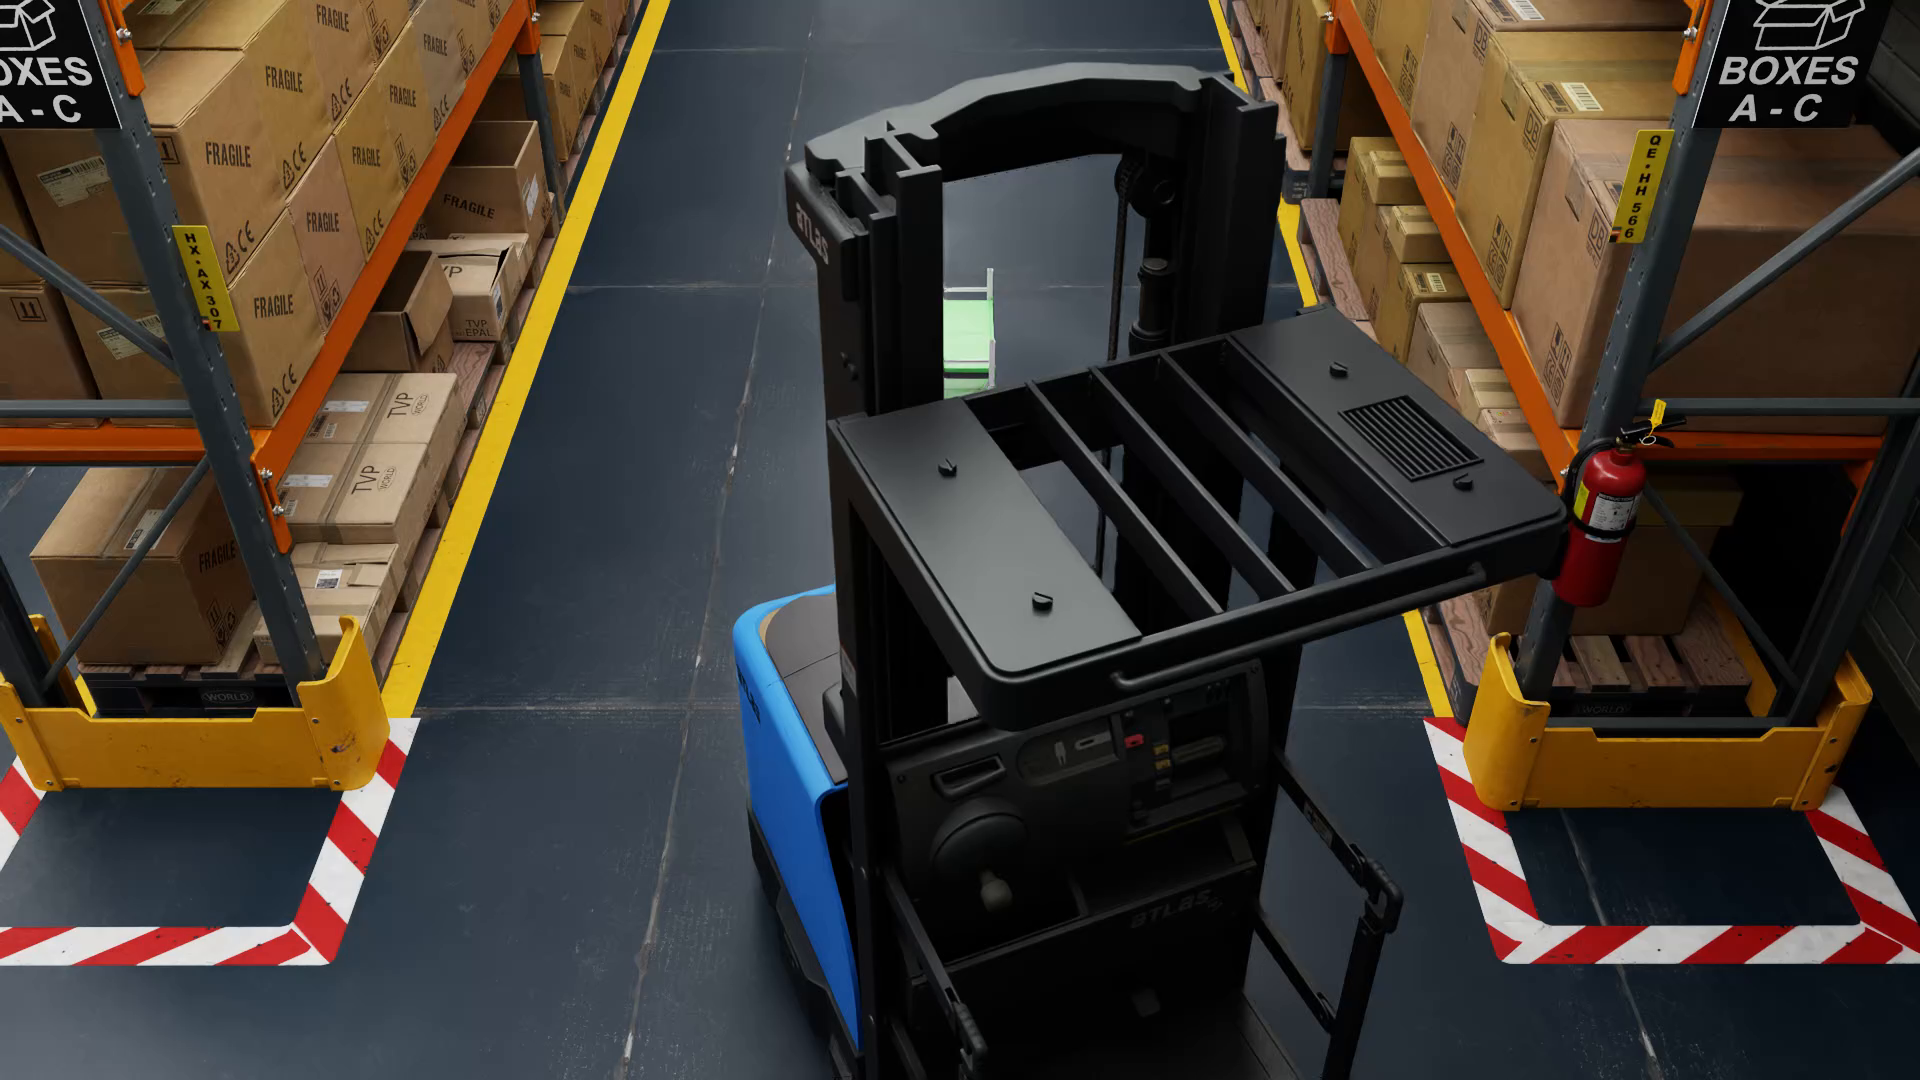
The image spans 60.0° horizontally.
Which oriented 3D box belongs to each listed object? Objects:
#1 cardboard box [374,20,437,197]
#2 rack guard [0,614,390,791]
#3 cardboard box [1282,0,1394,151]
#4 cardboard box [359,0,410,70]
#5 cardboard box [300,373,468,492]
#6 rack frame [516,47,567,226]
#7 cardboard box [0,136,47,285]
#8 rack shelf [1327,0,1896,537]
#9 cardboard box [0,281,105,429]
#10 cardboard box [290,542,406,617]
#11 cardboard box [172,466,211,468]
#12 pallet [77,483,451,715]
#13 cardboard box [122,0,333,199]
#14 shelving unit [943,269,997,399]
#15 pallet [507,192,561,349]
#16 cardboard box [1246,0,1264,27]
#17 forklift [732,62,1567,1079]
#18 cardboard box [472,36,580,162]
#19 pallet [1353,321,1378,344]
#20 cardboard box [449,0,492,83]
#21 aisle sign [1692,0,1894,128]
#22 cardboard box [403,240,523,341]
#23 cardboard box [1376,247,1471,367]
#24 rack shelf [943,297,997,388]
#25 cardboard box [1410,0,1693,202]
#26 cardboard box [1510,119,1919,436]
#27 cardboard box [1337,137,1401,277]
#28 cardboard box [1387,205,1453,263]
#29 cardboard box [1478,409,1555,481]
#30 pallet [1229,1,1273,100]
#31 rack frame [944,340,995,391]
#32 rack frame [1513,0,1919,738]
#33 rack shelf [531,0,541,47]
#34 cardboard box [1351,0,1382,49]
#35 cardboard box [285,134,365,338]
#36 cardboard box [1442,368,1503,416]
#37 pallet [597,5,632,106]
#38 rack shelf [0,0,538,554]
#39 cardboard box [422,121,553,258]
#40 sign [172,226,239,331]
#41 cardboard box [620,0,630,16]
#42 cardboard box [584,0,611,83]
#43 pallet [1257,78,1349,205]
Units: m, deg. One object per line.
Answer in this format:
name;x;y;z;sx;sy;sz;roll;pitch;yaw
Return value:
cardboard box;-2.346;-1.639;6.317;0.500;0.500;0.500;0;39;1
rack guard;-2.607;0.554;5.658;1.175;0.500;0.348;0;39;0
cardboard box;2.211;-2.612;8.994;0.750;0.750;0.750;0;39;0
cardboard box;-2.349;-2.038;6.015;0.500;0.500;0.500;0;39;0
cardboard box;-2.325;-0.438;6.745;0.500;0.250;0.500;0;39;0
rack frame;-2.612;-2.875;7.939;1.000;3.000;0.127;0;39;0
cardboard box;-2.882;-1.081;4.821;0.500;0.500;0.500;0;39;0
rack shelf;2.344;-1.349;6.610;1.077;0.370;4.000;0;39;0
cardboard box;-2.880;-0.692;5.135;0.500;0.500;0.500;1;39;1
cardboard box;-2.264;0.142;6.088;0.380;0.166;0.250;0;39;0
cardboard box;-2.825;-0.406;6.705;0.500;0.250;0.500;0;39;0
pallet;-2.609;0.169;6.371;1.003;0.211;1.213;0;39;0
cardboard box;-2.352;-1.407;5.228;0.500;0.500;0.500;0;39;0
shelving unit;0.000;-0.365;6.246;0.258;1.200;0.503;0;39;0
pallet;-2.612;-1.357;8.275;1.003;0.211;1.213;0;39;0
cardboard box;2.202;-3.699;10.351;0.750;0.750;0.750;0;39;0
forklift;0.373;0.626;3.626;1.130;2.935;3.031;-15;41;-18
cardboard box;-2.368;-2.374;8.961;0.500;0.500;0.500;-2;39;-2
pallet;2.269;-0.552;7.270;1.003;0.211;1.213;0;39;0
cardboard box;-2.352;-2.279;7.115;0.500;0.500;0.500;1;39;1
aisle sign;2.047;-1.349;3.955;0.394;0.787;0.004;0;39;0
cardboard box;-2.326;-1.172;7.612;0.500;0.311;0.500;0;39;0
cardboard box;2.236;-0.966;7.220;0.700;0.500;0.500;1;39;1
rack shelf;0.000;-0.689;5.985;0.258;0.148;0.480;0;39;0
cardboard box;2.332;-1.747;6.292;0.980;0.700;0.700;-2;39;-2
cardboard box;2.336;-0.815;5.129;0.980;0.700;0.700;2;39;2
cardboard box;2.240;-1.602;8.013;0.700;0.500;0.500;0;39;1
cardboard box;2.059;-1.314;7.135;0.380;0.149;0.250;-1;39;-1
cardboard box;2.064;-0.339;5.919;0.380;0.149;0.250;0;39;-1
pallet;2.262;-3.040;10.375;1.003;0.211;1.213;0;39;0
rack frame;0.000;-0.212;6.055;0.240;1.200;0.015;0;39;0
rack frame;2.347;-0.379;4.825;1.000;3.000;0.127;0;39;0
rack shelf;-2.614;-3.845;9.724;1.077;0.370;4.000;0;39;0
cardboard box;2.326;-2.659;7.429;0.980;0.700;0.700;1;39;1
cardboard box;-2.350;-1.013;5.535;0.500;0.500;0.500;0;39;0
cardboard box;2.245;-0.318;6.412;0.700;0.500;0.500;0;39;0
pallet;-2.655;-3.060;10.400;1.003;0.211;1.213;0;39;0
rack shelf;-2.609;-1.344;6.603;1.077;0.370;4.000;0;39;0
cardboard box;-2.327;-1.715;8.139;0.500;0.500;0.500;0;39;0
sign;-2.064;-0.712;4.547;0.100;0.325;0.005;0;39;0
cardboard box;-2.380;-3.664;10.571;0.500;0.500;0.500;-1;39;-2
cardboard box;-2.373;-3.020;9.767;0.500;0.500;0.500;0;39;0
pallet;2.266;-2.275;9.420;1.003;0.211;1.213;0;39;0
